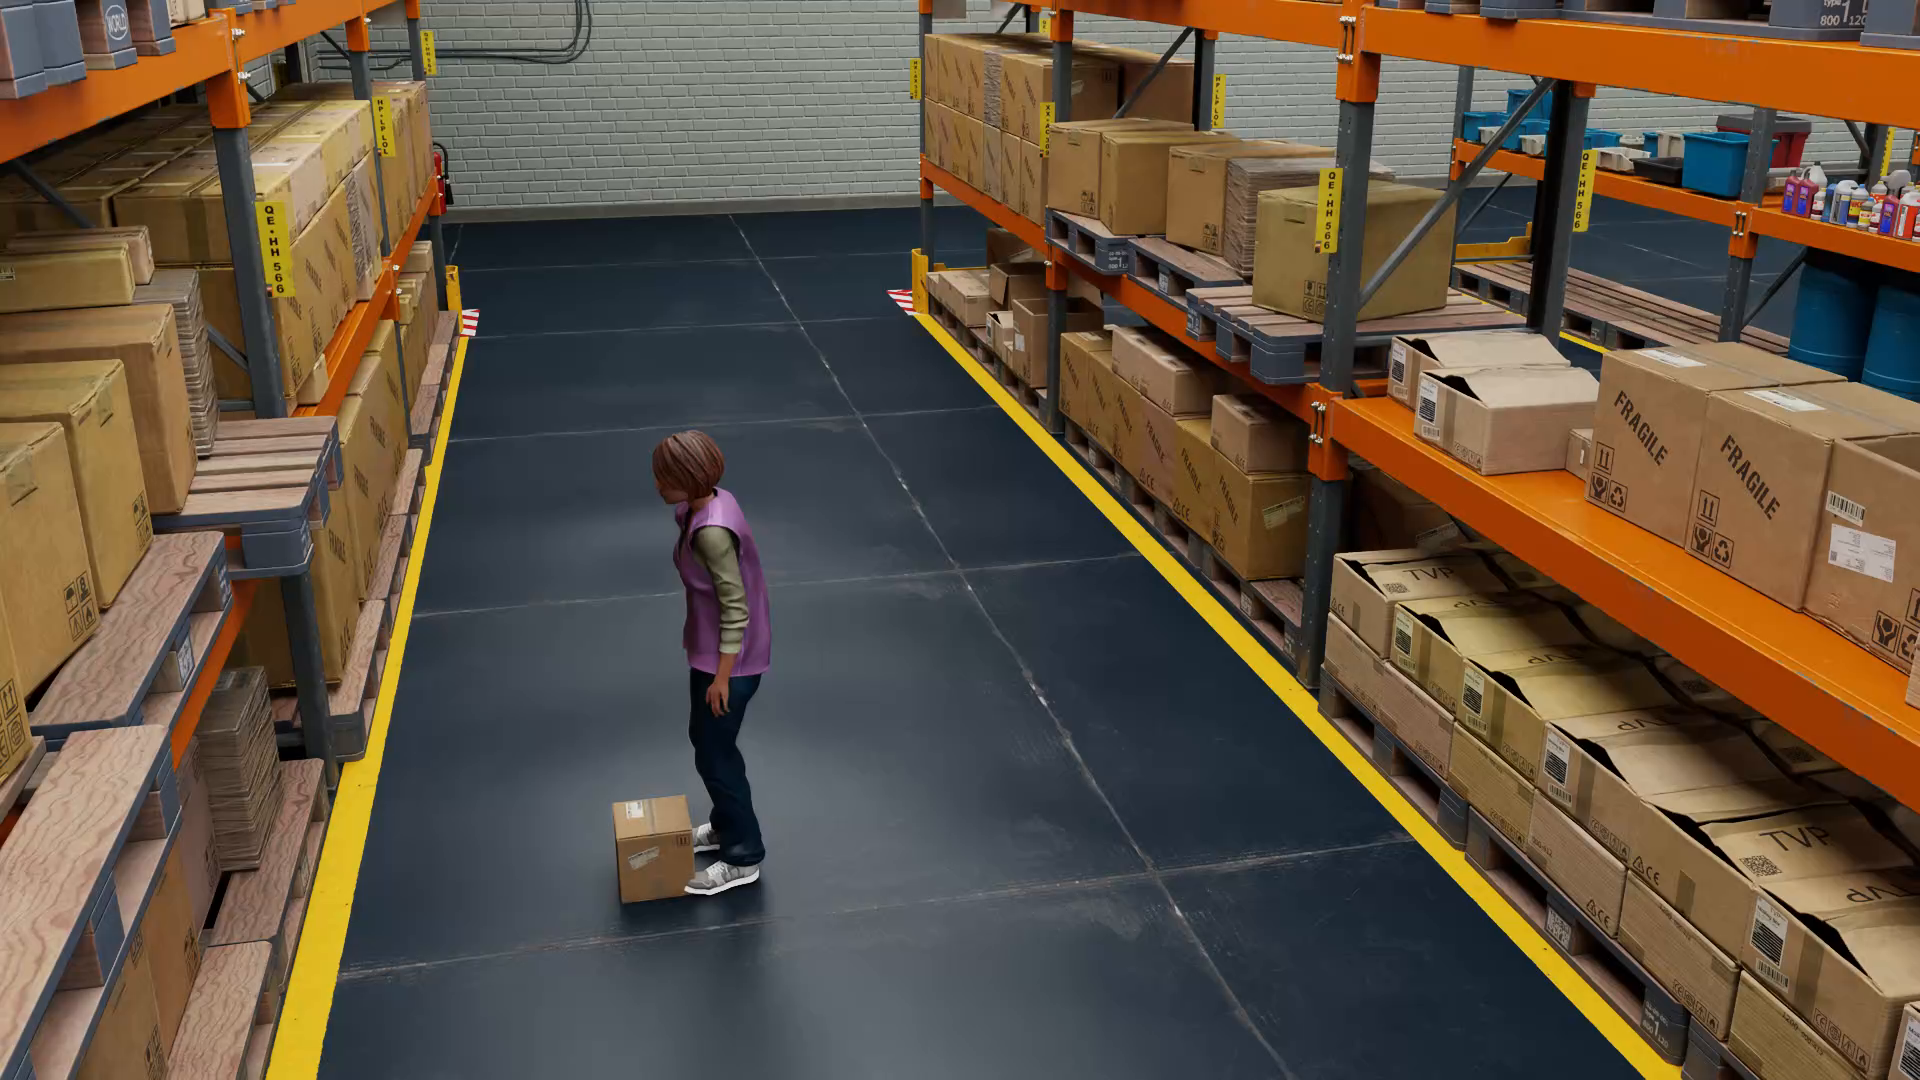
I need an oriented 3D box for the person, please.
[{"bbox_3d":[-0.804,0.397,5.494,0.345,1.591,0.478,-6,21,-16],"label":"person"}]
